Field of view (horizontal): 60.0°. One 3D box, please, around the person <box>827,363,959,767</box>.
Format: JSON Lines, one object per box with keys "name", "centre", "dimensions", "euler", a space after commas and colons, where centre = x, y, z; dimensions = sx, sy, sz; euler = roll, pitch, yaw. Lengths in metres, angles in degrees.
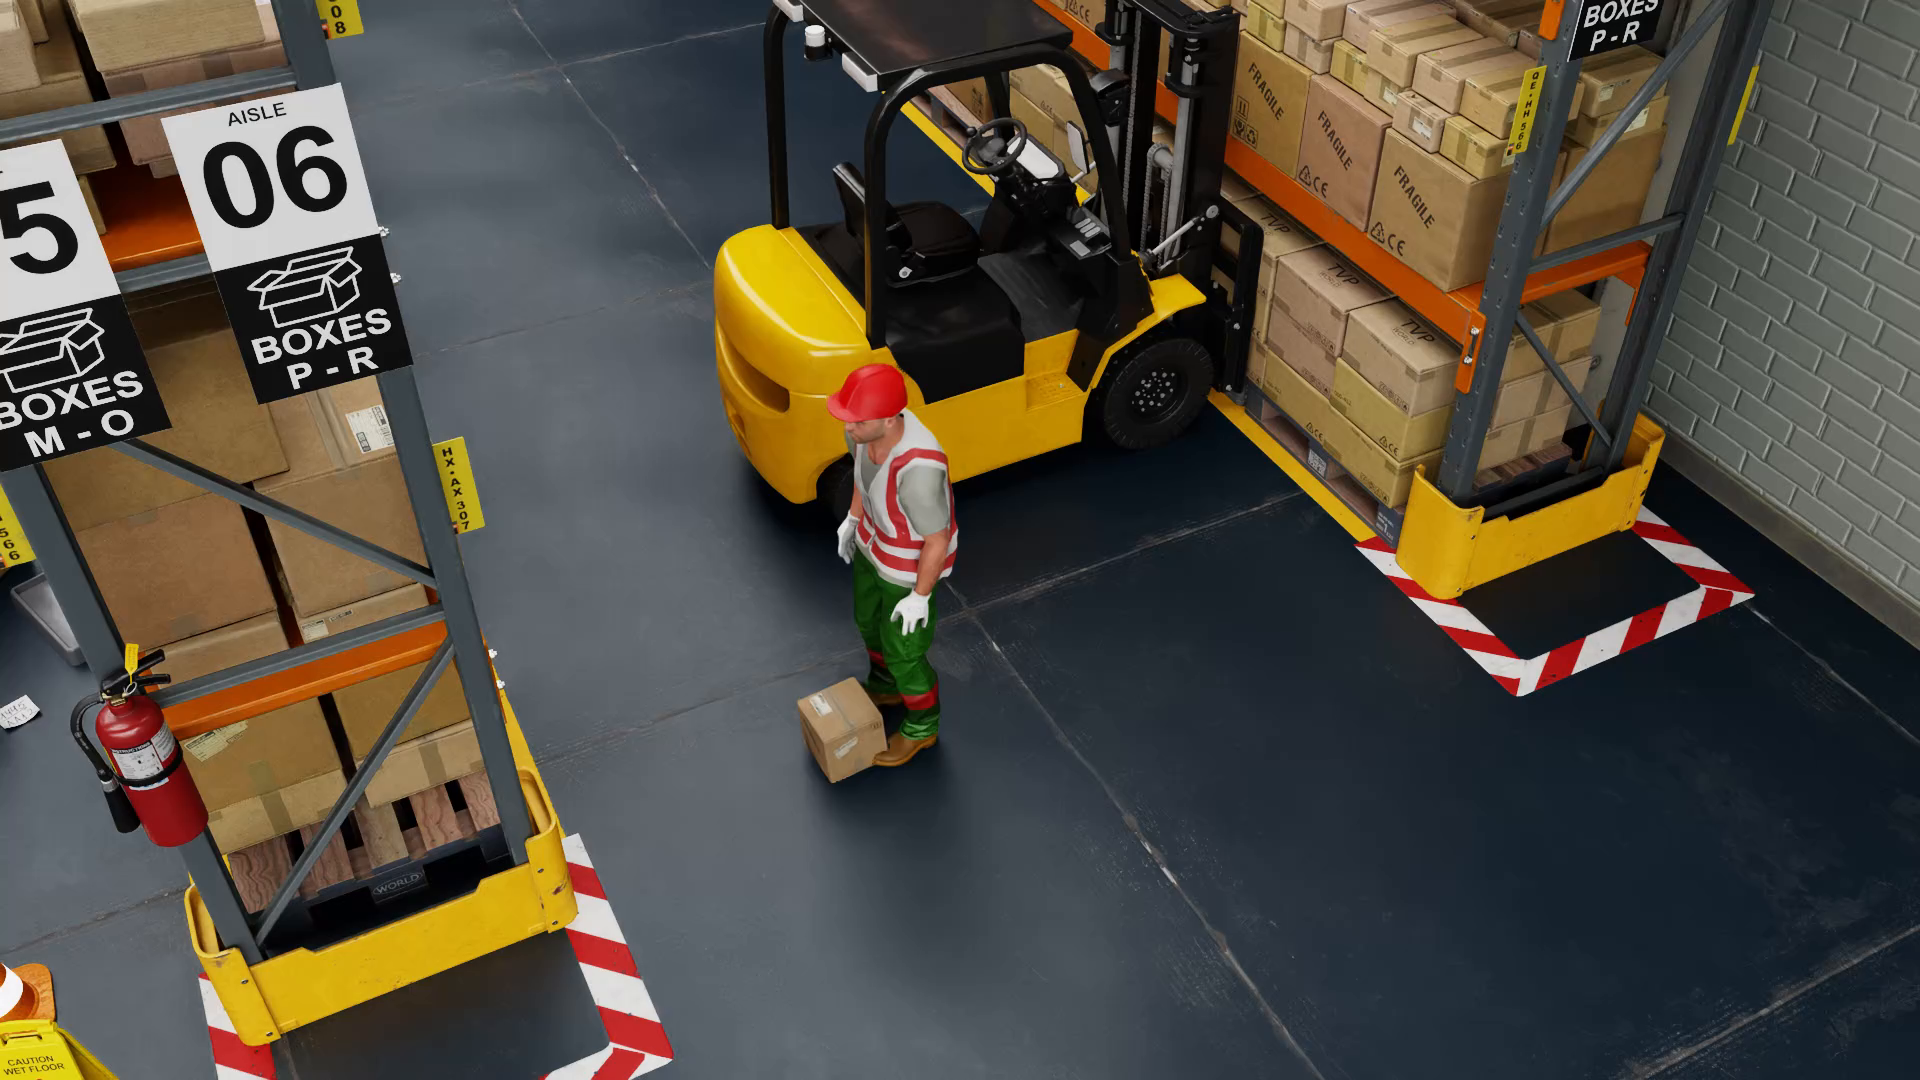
{"name": "person", "centre": [-0.250, 0.079, 6.054], "dimensions": [0.441, 1.780, 0.579], "euler": [-20, 45, -22]}
